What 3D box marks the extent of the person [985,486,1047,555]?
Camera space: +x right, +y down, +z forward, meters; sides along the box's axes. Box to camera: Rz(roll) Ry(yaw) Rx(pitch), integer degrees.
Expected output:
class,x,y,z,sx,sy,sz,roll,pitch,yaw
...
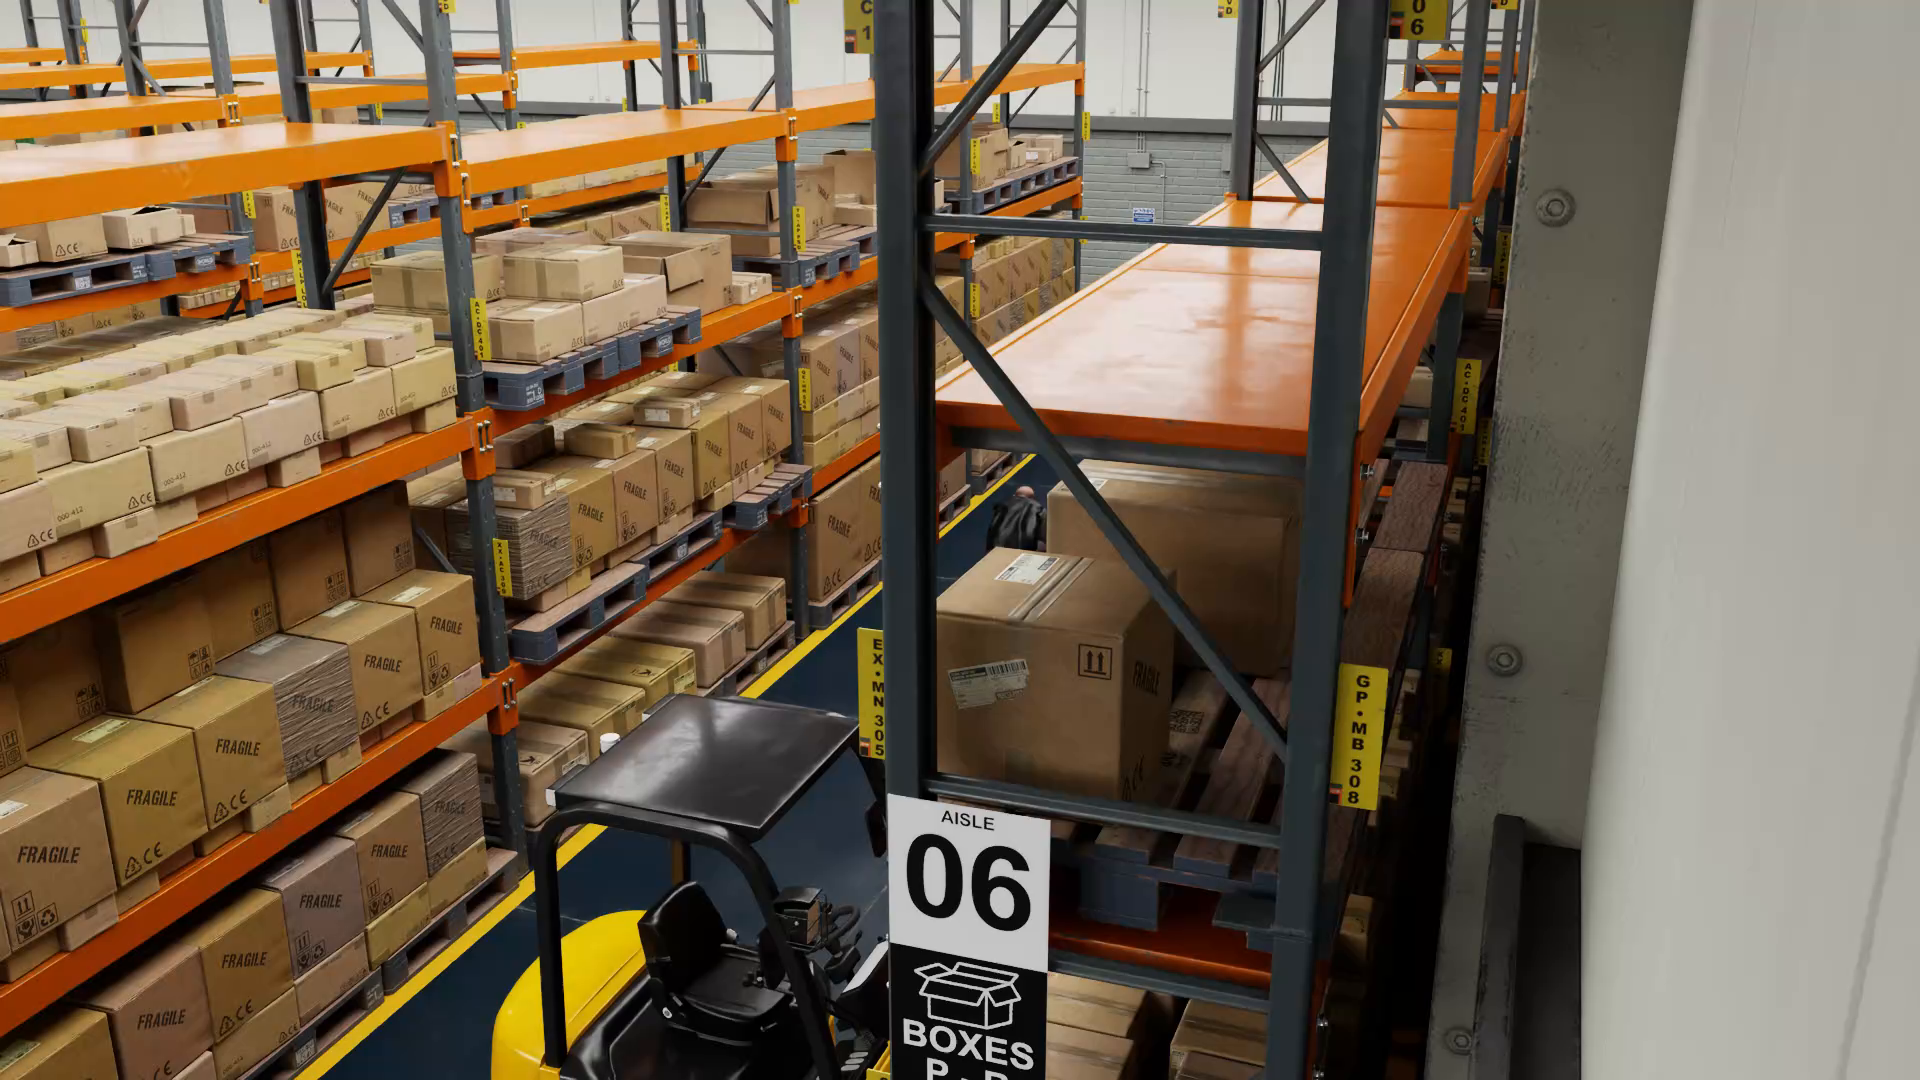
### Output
class,x,y,z,sx,sy,sz,roll,pitch,yaw
person,0.504,0.039,14.452,0.528,0.828,0.897,6,20,18
